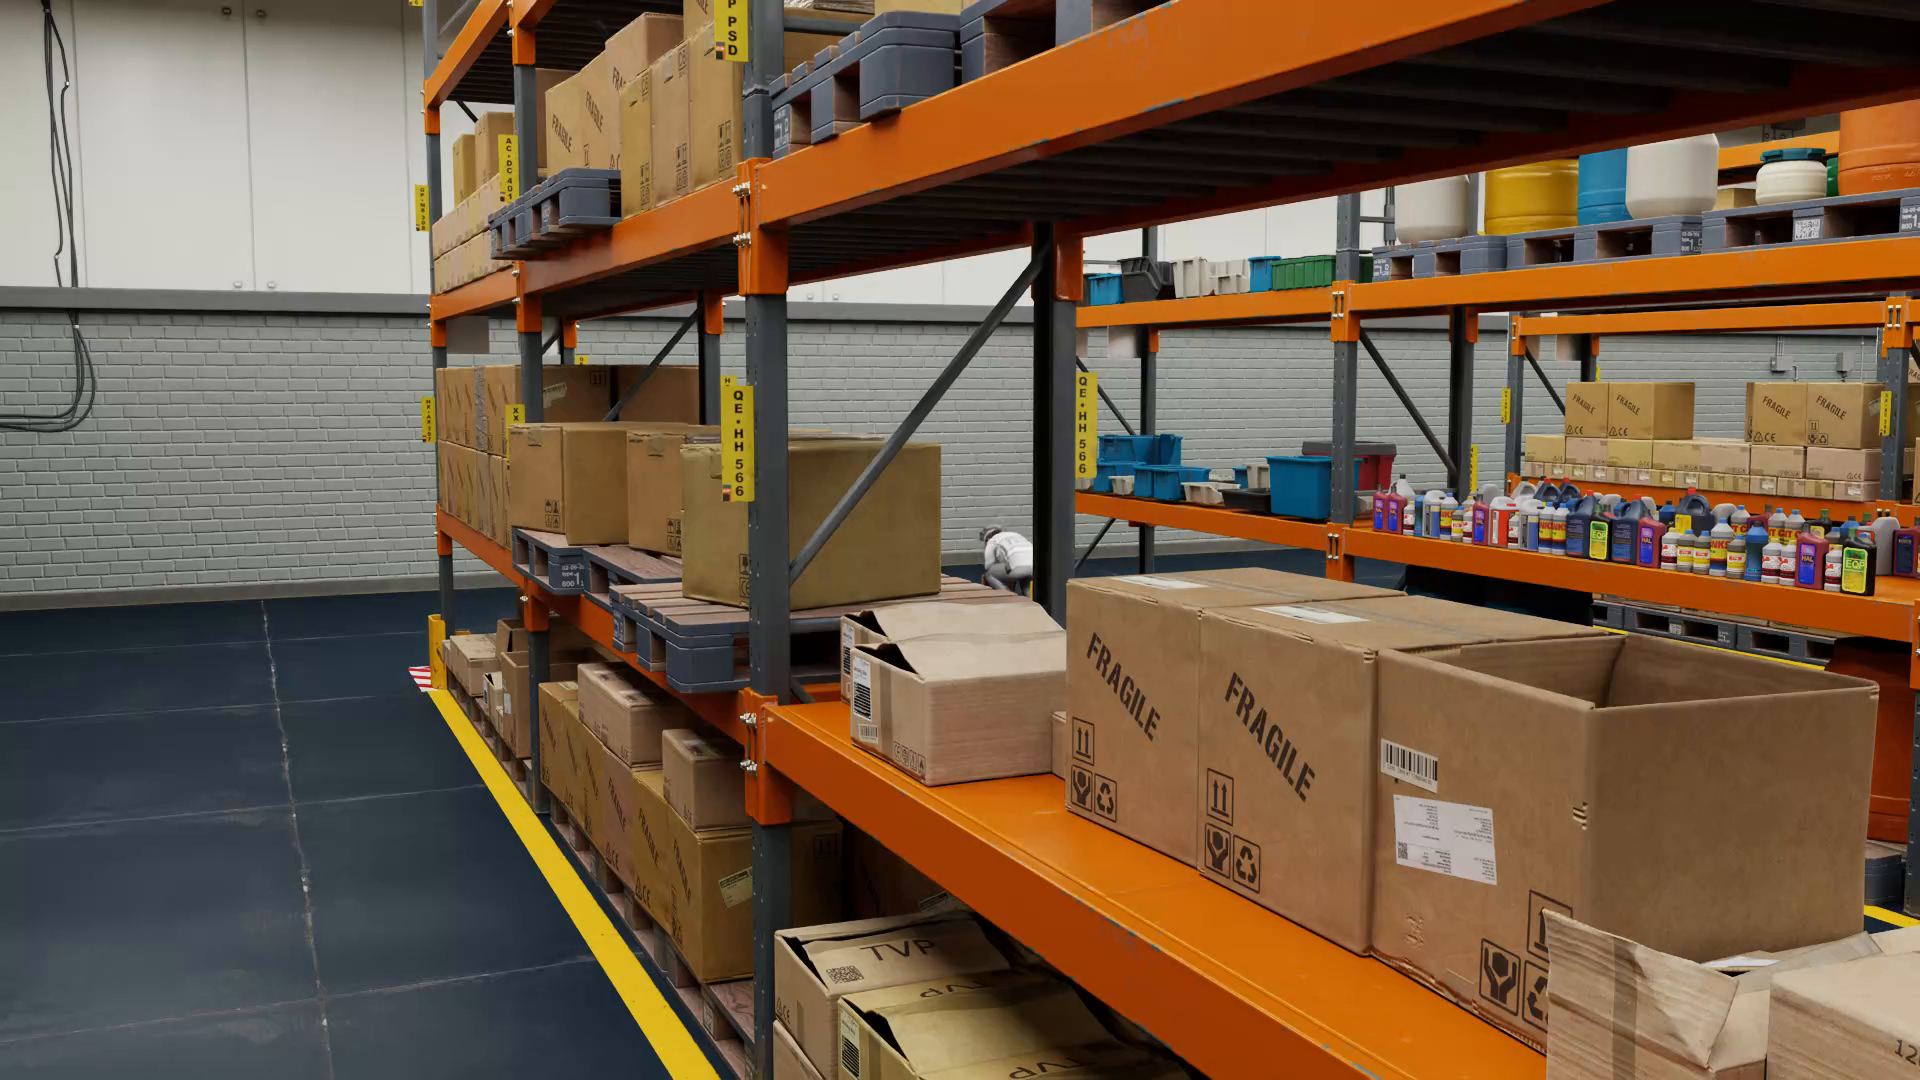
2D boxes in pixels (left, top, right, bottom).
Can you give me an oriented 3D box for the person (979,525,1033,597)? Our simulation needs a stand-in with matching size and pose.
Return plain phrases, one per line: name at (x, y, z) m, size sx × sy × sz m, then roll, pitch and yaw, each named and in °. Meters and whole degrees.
person at (0.496, 0.292, 16.498) m, size 0.467 × 0.848 × 0.896 m, roll -3°, pitch 6°, yaw -24°
